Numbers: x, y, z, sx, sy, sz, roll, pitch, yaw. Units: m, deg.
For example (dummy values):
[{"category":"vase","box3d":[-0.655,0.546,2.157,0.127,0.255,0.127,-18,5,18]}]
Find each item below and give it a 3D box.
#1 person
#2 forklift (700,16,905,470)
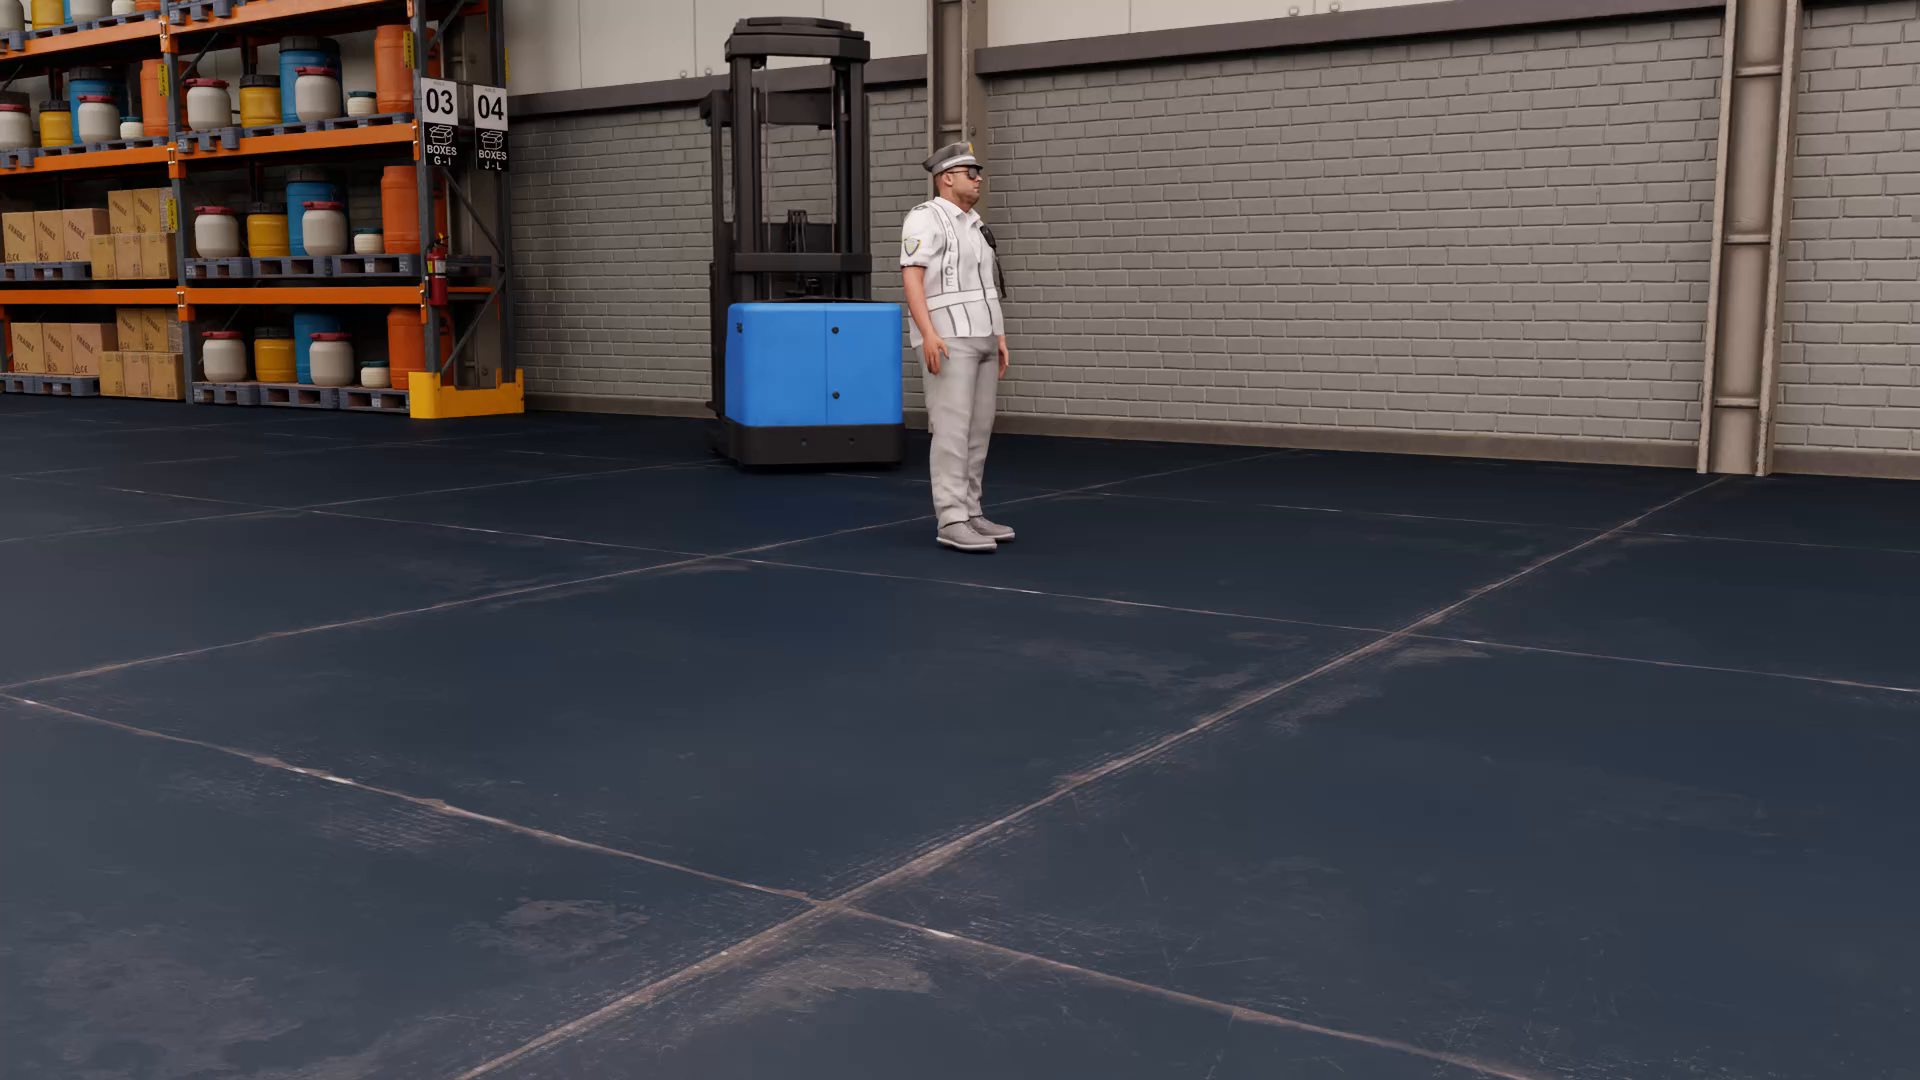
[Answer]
[{"category":"person","box3d":[0.058,-0.883,7.424,0.574,1.780,0.641,5,10,34]},{"category":"forklift","box3d":[-1.226,-2.071,11.755,1.130,2.935,3.031,-2,8,-15]}]
